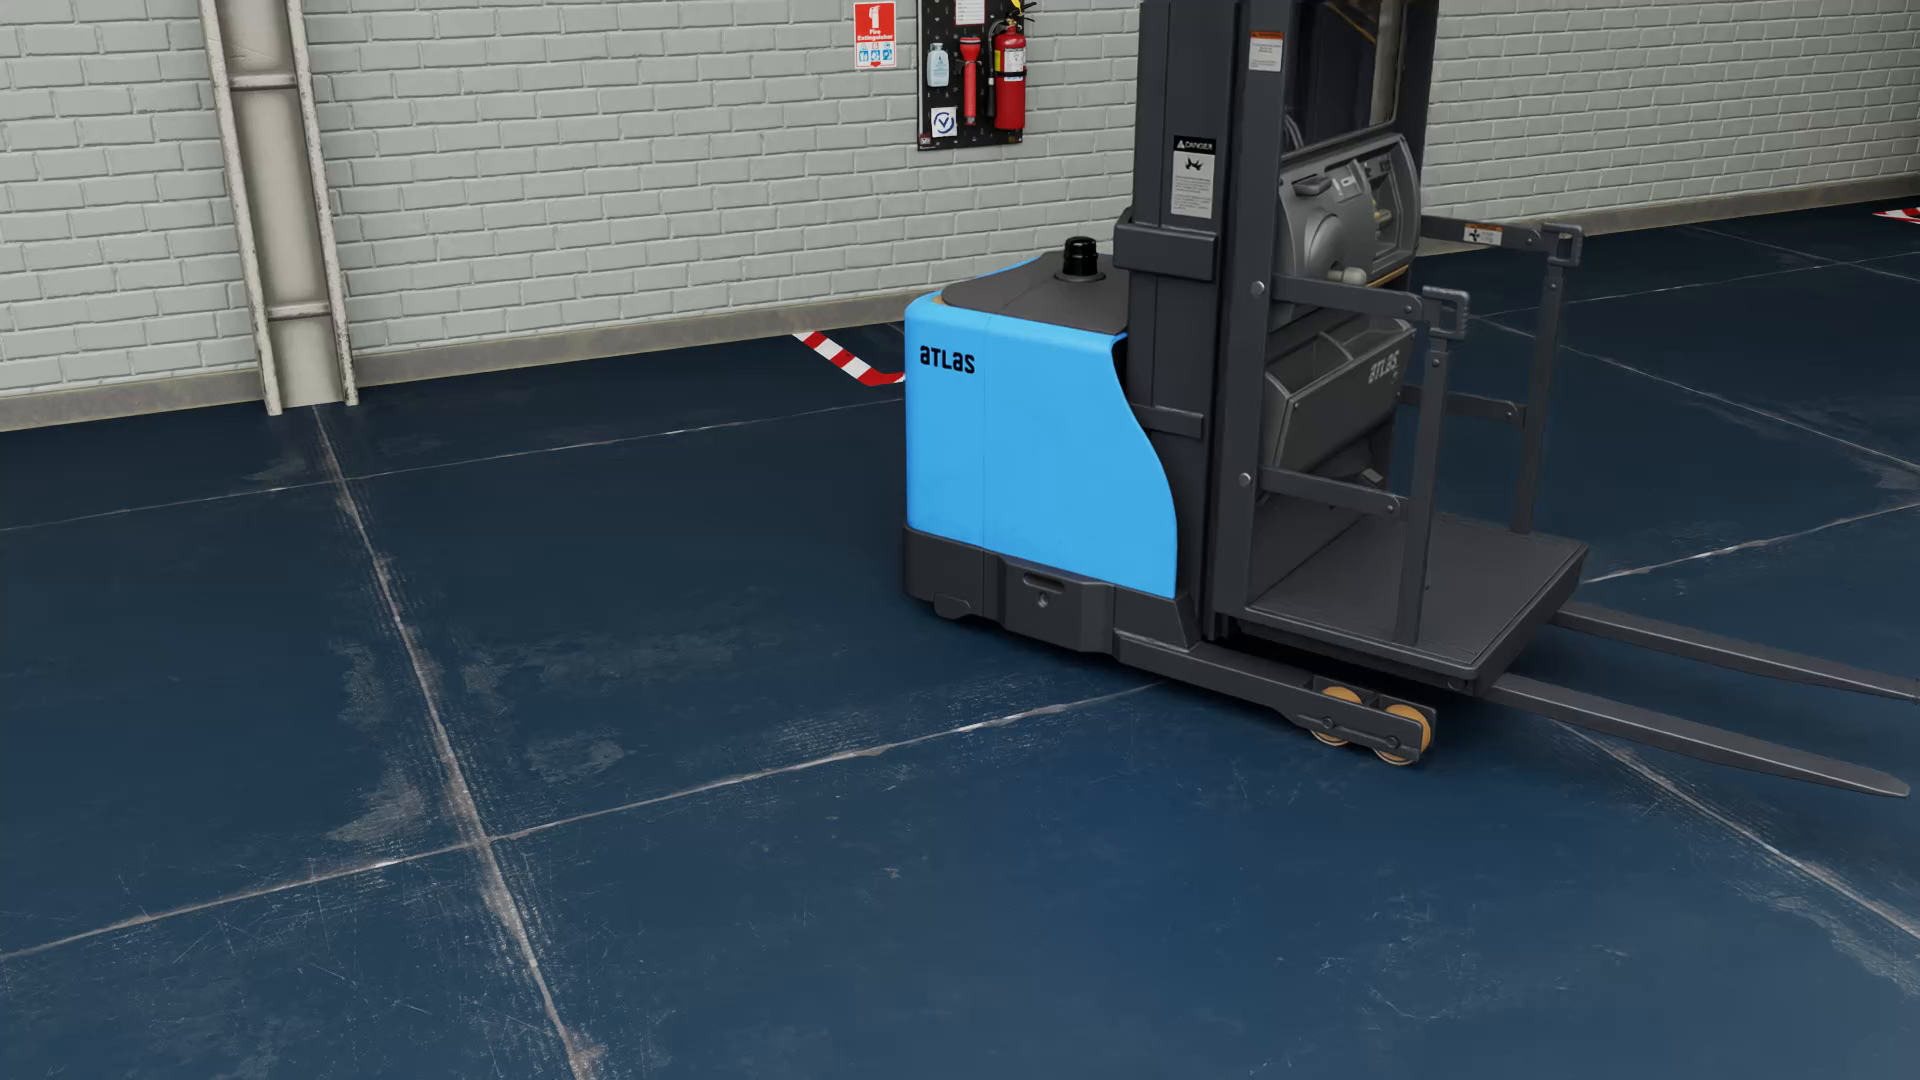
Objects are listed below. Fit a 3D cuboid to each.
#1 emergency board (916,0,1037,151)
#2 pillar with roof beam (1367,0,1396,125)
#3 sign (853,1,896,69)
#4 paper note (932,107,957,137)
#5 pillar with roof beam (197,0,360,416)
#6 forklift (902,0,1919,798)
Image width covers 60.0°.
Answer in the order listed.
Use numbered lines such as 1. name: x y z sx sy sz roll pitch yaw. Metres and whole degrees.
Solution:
1. emergency board: 0.106 -2.640 8.706 0.643 1.169 0.194 -10 25 -24
2. pillar with roof beam: 4.216 -4.325 4.933 0.400 9.000 9.100 -10 25 -24
3. sign: -0.437 -2.601 8.564 0.234 0.329 0.001 -10 25 -24
4. paper note: -0.083 -2.228 8.861 0.142 0.148 0.016 -10 25 -24
5. pillar with roof beam: -1.190 -3.330 2.529 0.400 9.000 9.100 -10 25 -24
6. forklift: 1.305 -0.948 4.708 3.031 2.935 1.130 15 27 32
